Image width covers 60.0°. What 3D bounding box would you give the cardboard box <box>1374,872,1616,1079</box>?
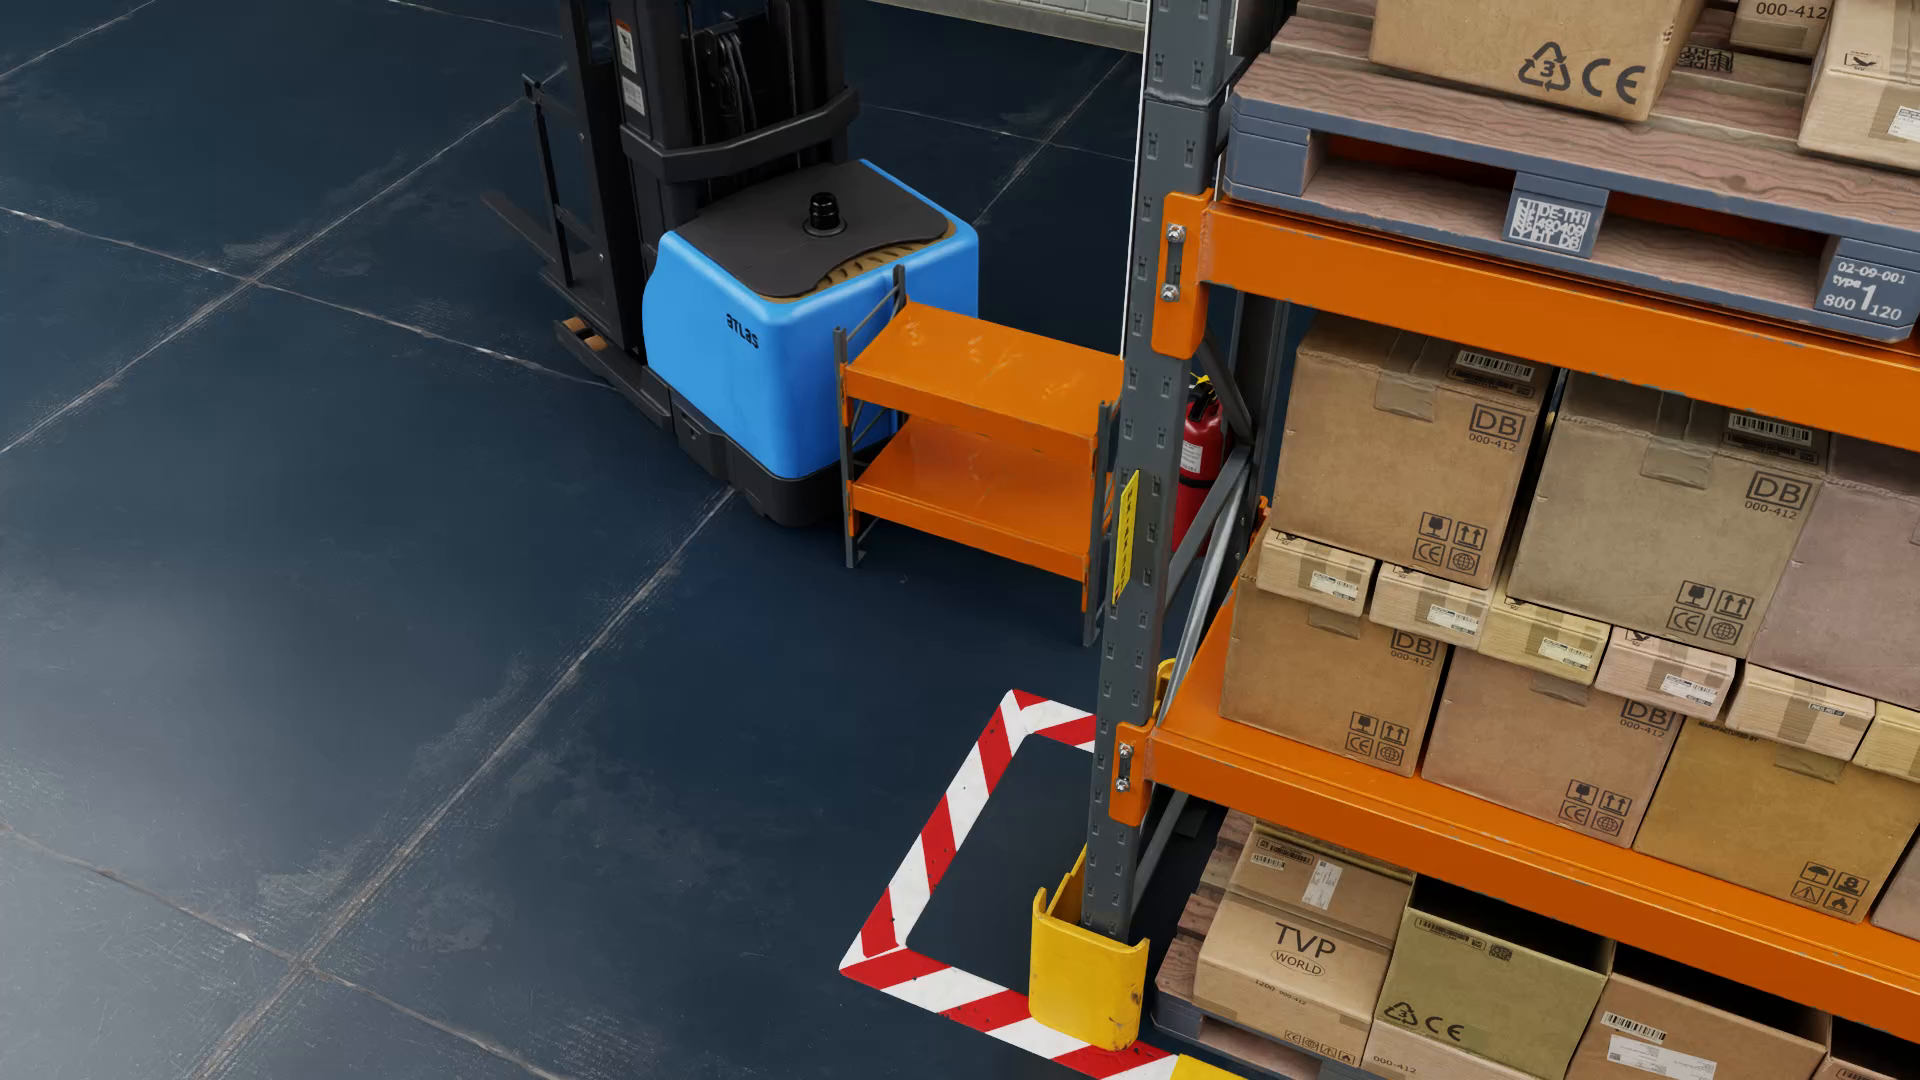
[{"bbox_3d":[1.458,1.041,4.465,0.500,0.500,0.500,17,44,19],"label":"cardboard box"}]

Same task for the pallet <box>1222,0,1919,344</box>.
[{"bbox_3d":[1.242,-0.863,3.233,1.213,0.211,1.003,17,44,19],"label":"pallet"}]

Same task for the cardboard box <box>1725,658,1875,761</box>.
[{"bbox_3d":[1.813,0.264,3.583,0.250,0.149,0.380,16,43,17],"label":"cardboard box"}]

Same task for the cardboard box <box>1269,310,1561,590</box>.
[{"bbox_3d":[1.078,-0.351,3.798,0.500,0.500,0.700,17,44,19],"label":"cardboard box"}]

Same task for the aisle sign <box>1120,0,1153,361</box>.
[{"bbox_3d":[0.424,-0.793,3.390,0.004,0.787,0.394,17,44,19],"label":"aisle sign"}]

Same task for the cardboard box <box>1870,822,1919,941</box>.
[{"bbox_3d":[2.434,0.552,3.747,0.500,0.500,0.700,18,44,20],"label":"cardboard box"}]

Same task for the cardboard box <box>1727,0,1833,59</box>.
[{"bbox_3d":[1.768,-1.100,3.126,0.500,0.250,0.500,17,44,19],"label":"cardboard box"}]

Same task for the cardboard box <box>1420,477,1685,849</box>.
[{"bbox_3d":[1.508,0.267,4.075,0.500,0.500,0.700,18,44,20],"label":"cardboard box"}]

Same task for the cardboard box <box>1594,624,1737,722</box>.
[{"bbox_3d":[1.571,0.192,3.667,0.250,0.149,0.380,16,44,18],"label":"cardboard box"}]

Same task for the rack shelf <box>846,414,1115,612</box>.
[{"bbox_3d":[0.129,-0.129,6.413,1.000,0.278,0.538,18,44,19],"label":"rack shelf"}]

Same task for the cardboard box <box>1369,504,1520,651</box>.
[{"bbox_3d":[1.118,0.051,3.830,0.250,0.149,0.380,16,43,18],"label":"cardboard box"}]

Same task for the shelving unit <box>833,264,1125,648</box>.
[{"bbox_3d":[0.129,-0.314,6.253,1.048,1.125,0.538,18,44,19],"label":"shelving unit"}]

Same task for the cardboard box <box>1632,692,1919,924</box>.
[{"bbox_3d":[1.956,0.408,3.912,0.500,0.500,0.700,17,44,19],"label":"cardboard box"}]

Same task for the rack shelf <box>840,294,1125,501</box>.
[{"bbox_3d":[0.129,-0.535,6.062,1.000,0.278,0.538,18,44,19],"label":"rack shelf"}]

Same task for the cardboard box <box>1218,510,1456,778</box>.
[{"bbox_3d":[1.030,0.125,4.239,0.500,0.500,0.700,17,44,19],"label":"cardboard box"}]

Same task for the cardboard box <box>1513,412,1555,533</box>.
[{"bbox_3d":[1.509,-0.122,4.029,0.250,0.149,0.380,16,44,18],"label":"cardboard box"}]

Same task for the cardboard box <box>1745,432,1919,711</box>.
[{"bbox_3d":[2.014,-0.069,3.473,0.500,0.500,0.700,17,44,19],"label":"cardboard box"}]

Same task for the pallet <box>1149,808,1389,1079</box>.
[{"bbox_3d":[1.323,1.266,5.128,1.213,0.211,1.003,17,44,19],"label":"pallet"}]

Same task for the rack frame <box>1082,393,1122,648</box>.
[{"bbox_3d":[0.587,-0.168,6.085,0.032,1.125,0.500,18,44,19],"label":"rack frame"}]

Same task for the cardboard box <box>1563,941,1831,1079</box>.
[{"bbox_3d":[1.917,1.171,4.315,0.500,0.500,0.500,17,44,19],"label":"cardboard box"}]

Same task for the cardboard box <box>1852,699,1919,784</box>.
[{"bbox_3d":[2.045,0.335,3.502,0.250,0.149,0.380,16,44,18],"label":"cardboard box"}]

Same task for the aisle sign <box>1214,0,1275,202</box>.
[{"bbox_3d":[0.677,-1.149,3.801,0.004,0.787,0.394,17,44,19],"label":"aisle sign"}]

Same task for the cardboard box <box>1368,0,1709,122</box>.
[{"bbox_3d":[1.132,-1.197,3.044,0.637,0.503,0.797,20,45,22],"label":"cardboard box"}]

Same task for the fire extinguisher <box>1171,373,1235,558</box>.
[{"bbox_3d":[0.702,-0.254,4.811,0.183,0.674,0.296,17,44,19],"label":"fire extinguisher"}]

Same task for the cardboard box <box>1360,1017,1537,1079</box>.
[{"bbox_3d":[1.459,1.323,4.712,0.500,0.250,0.500,17,44,19],"label":"cardboard box"}]

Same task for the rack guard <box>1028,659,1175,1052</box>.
[{"bbox_3d":[0.591,0.964,5.257,0.348,0.500,1.175,17,44,19],"label":"rack guard"}]

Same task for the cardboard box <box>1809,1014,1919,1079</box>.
[{"bbox_3d":[2.363,1.320,4.143,0.500,0.500,0.500,17,44,19],"label":"cardboard box"}]

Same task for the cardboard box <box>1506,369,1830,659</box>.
[{"bbox_3d":[1.557,-0.208,3.633,0.500,0.500,0.700,16,43,18],"label":"cardboard box"}]

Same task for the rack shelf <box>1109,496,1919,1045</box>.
[{"bbox_3d":[2.425,0.851,4.027,4.000,0.370,1.077,17,44,19],"label":"rack shelf"}]

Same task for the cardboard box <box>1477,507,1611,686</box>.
[{"bbox_3d":[1.343,0.121,3.749,0.250,0.149,0.380,17,44,19],"label":"cardboard box"}]

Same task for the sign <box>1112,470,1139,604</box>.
[{"bbox_3d":[0.372,-0.004,3.743,0.005,0.325,0.100,17,44,19],"label":"sign"}]

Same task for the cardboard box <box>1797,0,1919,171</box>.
[{"bbox_3d":[1.604,-0.794,2.850,0.250,0.149,0.380,17,44,19],"label":"cardboard box"}]

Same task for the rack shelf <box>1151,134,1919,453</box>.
[{"bbox_3d":[2.425,-0.282,3.044,4.000,0.370,1.077,17,44,19],"label":"rack shelf"}]

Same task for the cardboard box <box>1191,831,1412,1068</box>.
[{"bbox_3d":[1.005,1.187,4.870,0.500,0.250,0.500,17,44,19],"label":"cardboard box"}]

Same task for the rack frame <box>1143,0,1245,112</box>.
[{"bbox_3d":[0.613,-2.241,2.465,0.127,3.000,1.000,17,44,19],"label":"rack frame"}]

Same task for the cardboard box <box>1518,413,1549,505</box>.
[{"bbox_3d":[1.277,-0.193,4.111,0.250,0.149,0.380,18,44,20],"label":"cardboard box"}]

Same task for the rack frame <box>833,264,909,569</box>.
[{"bbox_3d":[-0.328,-0.459,6.421,0.032,1.125,0.500,18,44,19],"label":"rack frame"}]

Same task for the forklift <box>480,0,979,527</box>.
[{"bbox_3d":[-1.226,-2.063,6.892,1.130,2.935,3.031,-28,48,-28],"label":"forklift"}]

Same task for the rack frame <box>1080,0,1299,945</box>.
[{"bbox_3d":[0.613,0.026,4.430,0.127,3.000,1.000,17,44,19],"label":"rack frame"}]

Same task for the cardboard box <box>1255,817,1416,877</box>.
[{"bbox_3d":[1.224,0.595,4.980,0.500,0.500,0.500,17,44,19],"label":"cardboard box"}]

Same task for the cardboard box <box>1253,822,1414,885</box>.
[{"bbox_3d":[1.223,0.879,5.224,0.500,0.250,0.500,17,44,19],"label":"cardboard box"}]

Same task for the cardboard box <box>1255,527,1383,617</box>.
[{"bbox_3d":[0.877,-0.021,3.912,0.250,0.149,0.380,17,44,18],"label":"cardboard box"}]
